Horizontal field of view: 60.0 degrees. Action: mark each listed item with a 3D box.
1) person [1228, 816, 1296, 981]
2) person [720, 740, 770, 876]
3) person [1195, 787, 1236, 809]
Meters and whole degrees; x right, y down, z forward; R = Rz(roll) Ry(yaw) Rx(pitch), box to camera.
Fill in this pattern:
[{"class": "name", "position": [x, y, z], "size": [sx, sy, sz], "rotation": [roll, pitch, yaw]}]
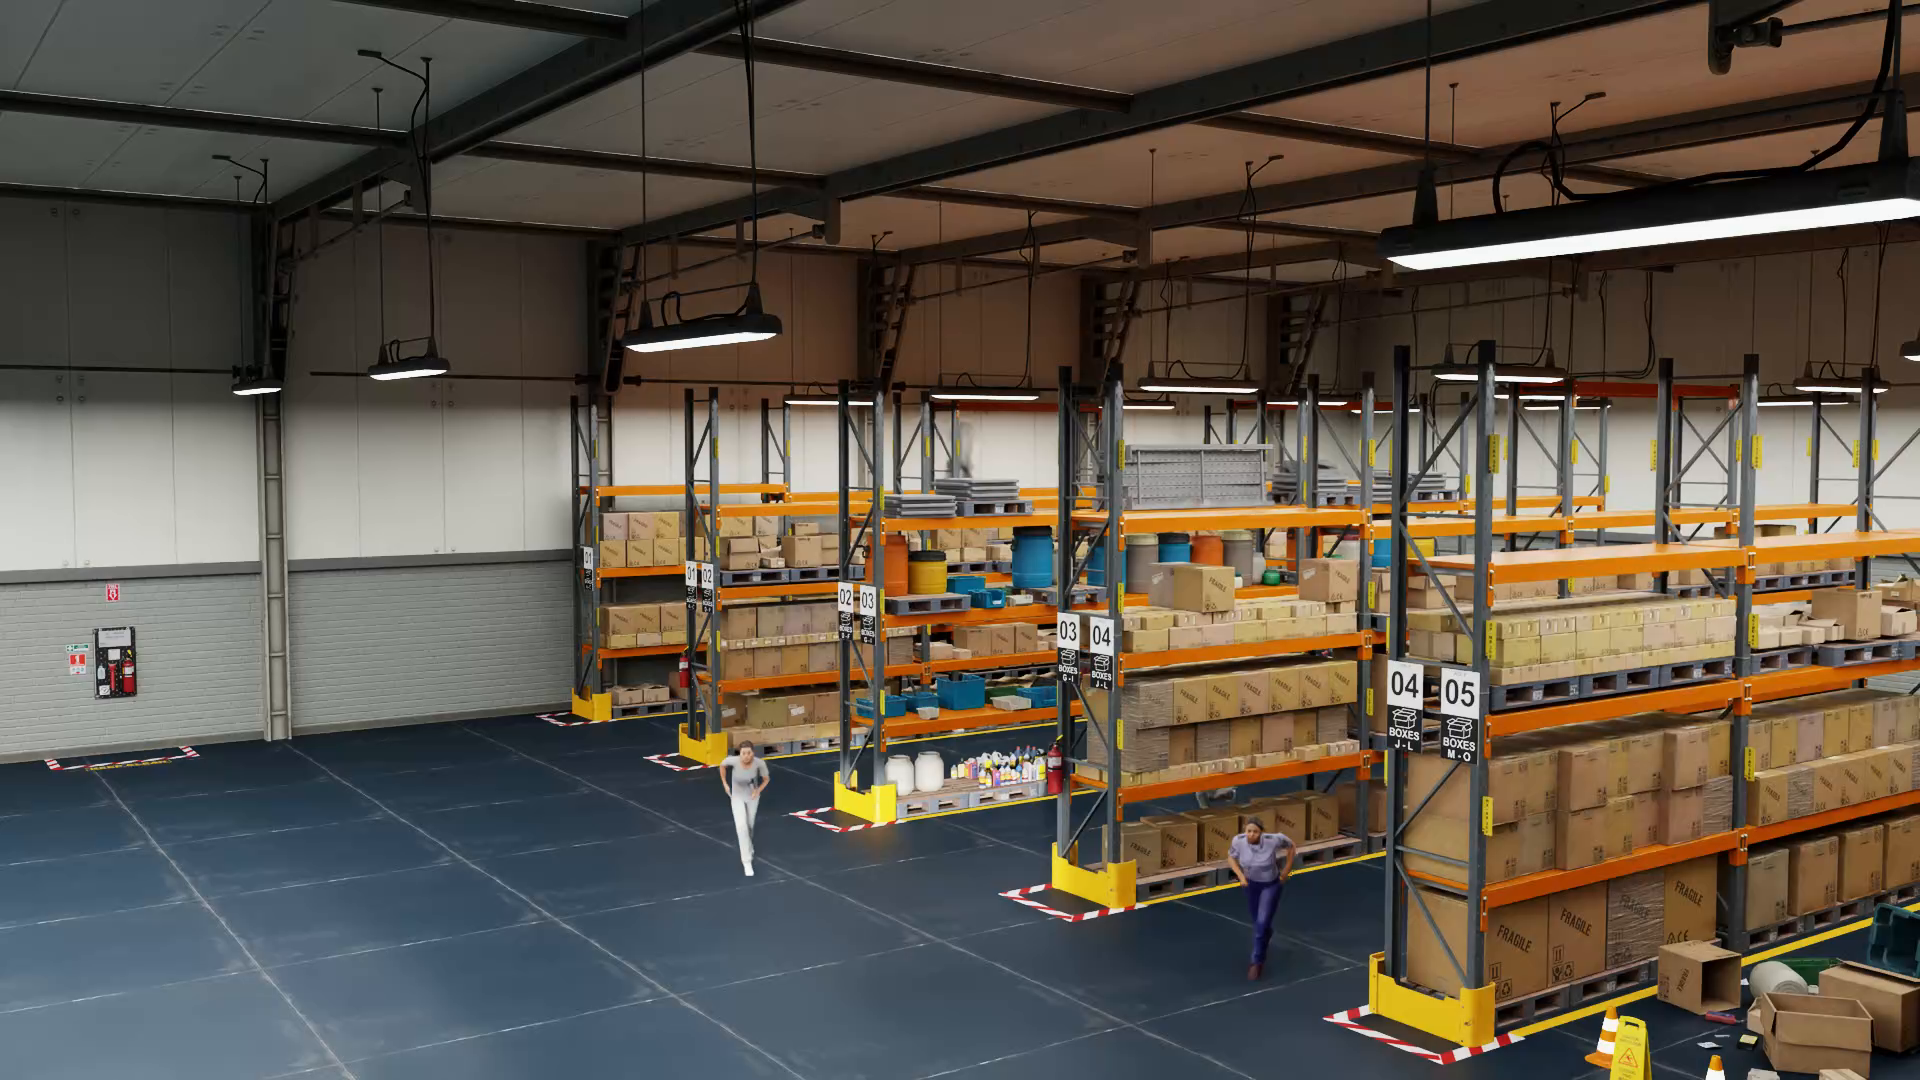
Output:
[{"class": "person", "position": [2.971, 3.429, 16.284], "size": [0.648, 1.612, 0.967], "rotation": [1, 4, 21]}, {"class": "person", "position": [-2.604, 3.174, 20.158], "size": [0.604, 1.625, 1.003], "rotation": [0, 3, -6]}, {"class": "person", "position": [3.395, 3.076, 22.178], "size": [0.667, 1.566, 0.566], "rotation": [-2, 4, -34]}]
